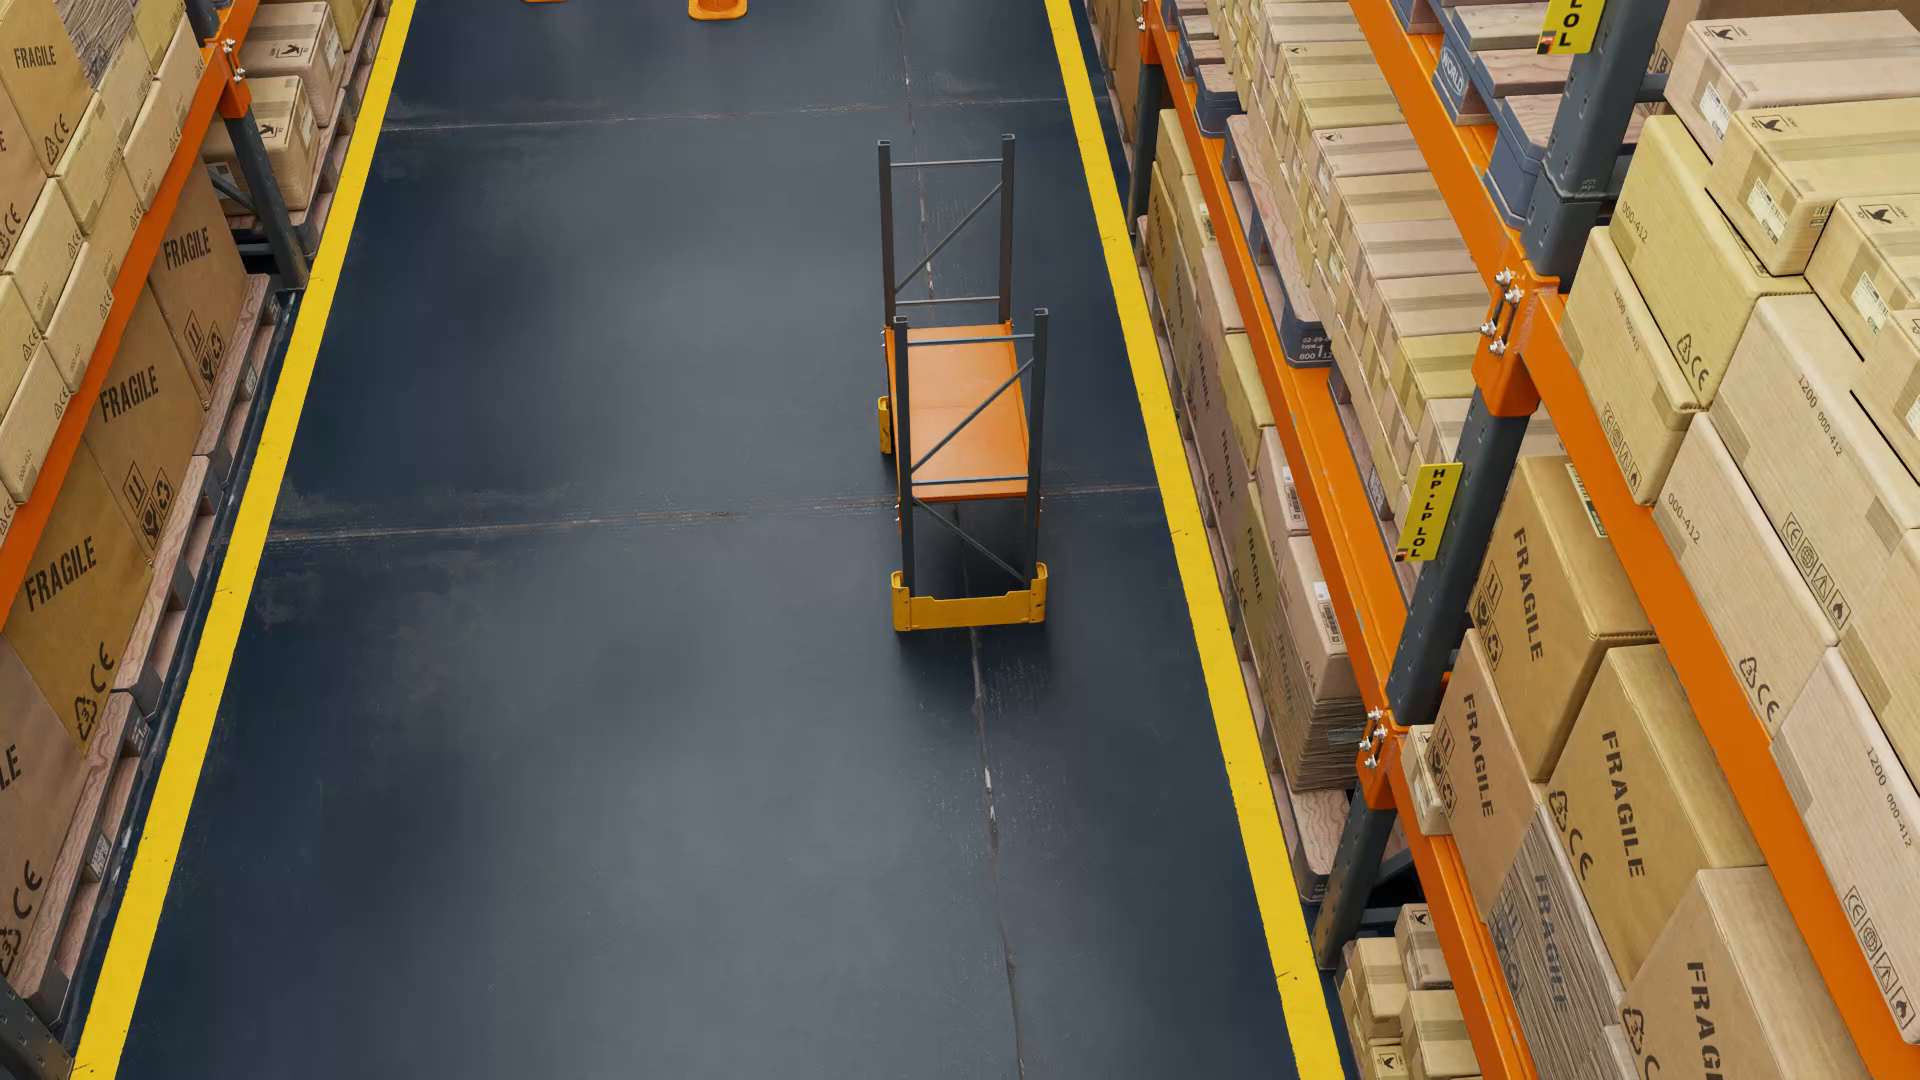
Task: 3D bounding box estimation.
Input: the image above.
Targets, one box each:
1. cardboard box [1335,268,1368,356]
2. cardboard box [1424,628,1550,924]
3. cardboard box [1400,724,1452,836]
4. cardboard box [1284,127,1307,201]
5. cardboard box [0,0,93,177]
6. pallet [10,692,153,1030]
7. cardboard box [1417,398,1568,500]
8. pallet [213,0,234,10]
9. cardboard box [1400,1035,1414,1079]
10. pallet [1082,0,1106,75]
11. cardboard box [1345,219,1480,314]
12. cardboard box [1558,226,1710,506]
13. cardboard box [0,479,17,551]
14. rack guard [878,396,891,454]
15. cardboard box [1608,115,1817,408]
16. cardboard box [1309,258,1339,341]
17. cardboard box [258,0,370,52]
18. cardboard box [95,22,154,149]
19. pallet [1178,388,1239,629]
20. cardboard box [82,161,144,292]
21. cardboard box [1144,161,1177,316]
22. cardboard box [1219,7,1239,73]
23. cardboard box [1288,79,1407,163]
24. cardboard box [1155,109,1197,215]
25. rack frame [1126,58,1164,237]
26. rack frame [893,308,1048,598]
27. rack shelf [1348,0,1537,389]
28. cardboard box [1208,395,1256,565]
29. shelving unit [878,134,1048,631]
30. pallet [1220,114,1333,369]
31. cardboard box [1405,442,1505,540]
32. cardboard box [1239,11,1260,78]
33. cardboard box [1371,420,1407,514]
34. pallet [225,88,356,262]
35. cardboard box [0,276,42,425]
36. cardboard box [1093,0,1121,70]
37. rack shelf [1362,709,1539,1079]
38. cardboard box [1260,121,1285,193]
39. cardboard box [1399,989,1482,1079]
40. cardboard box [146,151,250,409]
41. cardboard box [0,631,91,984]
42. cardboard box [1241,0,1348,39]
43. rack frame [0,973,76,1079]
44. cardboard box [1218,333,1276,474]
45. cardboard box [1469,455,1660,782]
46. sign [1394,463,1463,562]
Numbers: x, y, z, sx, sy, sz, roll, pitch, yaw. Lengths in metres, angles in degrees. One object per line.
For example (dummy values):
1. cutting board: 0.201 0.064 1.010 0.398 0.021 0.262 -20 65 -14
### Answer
1. cardboard box: 1.364 -0.704 5.030 0.380 0.149 0.250 -5 47 -5
2. cardboard box: 1.453 0.537 3.902 0.500 0.500 0.500 -4 47 -4
3. cardboard box: 1.360 0.611 4.278 0.380 0.149 0.250 -2 47 -2
4. cardboard box: 1.303 -1.266 5.562 0.380 0.149 0.250 -2 47 -2
5. cardboard box: -3.207 -1.510 5.357 0.500 0.500 0.500 -3 47 -3
6. pallet: -3.402 1.079 5.583 1.003 0.211 1.213 -3 47 -3
7. cardboard box: 1.434 -0.241 4.387 0.380 0.149 0.250 -2 47 -1
8. pallet: -3.763 -2.663 7.339 1.213 0.211 1.003 -3 47 -3
9. cardboard box: 1.484 1.493 4.740 0.380 0.149 0.250 -3 47 -3
10. pallet: 1.237 -3.091 9.532 1.003 0.211 1.213 -3 47 -3
11. cardboard box: 1.369 -0.813 4.928 0.380 0.149 0.250 -4 47 -3
12. cardboard box: 1.438 -0.329 3.033 0.500 0.250 0.500 -1 47 -1
13. cardboard box: -3.081 0.017 4.772 0.500 0.250 0.500 -5 47 -4
14. rack guard: -0.048 -0.501 7.053 0.587 0.250 0.087 -3 47 -3
15. cardboard box: 1.463 -0.489 2.840 0.500 0.250 0.500 -2 47 -2
16. cardboard box: 1.341 -0.784 5.311 0.380 0.149 0.250 -5 47 -5
17. cardboard box: -3.762 -2.953 9.001 0.950 0.372 0.625 -2 47 -2
18. cardboard box: -3.256 -1.635 5.991 0.500 0.250 0.500 -5 47 -4
19. pallet: 1.490 -0.189 6.784 1.003 0.211 1.213 -3 47 -3
20. cardboard box: -3.211 -1.085 5.815 0.500 0.250 0.500 -4 47 -4
21. cardboard box: 1.132 -1.352 7.397 0.500 0.500 0.500 -5 47 -5
22. cardboard box: 1.209 -1.927 6.393 0.380 0.149 0.250 -1 47 -1
23. cardboard box: 1.302 -1.379 5.464 0.380 0.149 0.250 -4 47 -4
24. cardboard box: 1.144 -1.623 7.137 0.500 0.250 0.500 -5 47 -5
25. rack frame: 1.327 -2.594 7.141 1.000 3.000 0.127 -3 47 -3
26. rack frame: 0.035 -0.210 5.916 0.500 1.500 0.032 -3 47 -3
27. rack shelf: 1.495 -1.931 4.943 1.077 0.370 4.000 -3 47 -3
28. cardboard box: 1.268 -0.248 6.351 0.500 0.500 0.500 -4 47 -4
29. shelving unit: -0.006 -0.571 6.258 0.587 1.500 1.083 -3 47 -3
30. pallet: 1.534 -1.099 5.857 1.003 0.211 1.213 -3 47 -3
31. cardboard box: 1.432 -0.136 4.492 0.380 0.149 0.250 -2 47 -2
32. cardboard box: 1.240 -1.821 6.088 0.380 0.149 0.250 -3 47 -3
33. cardboard box: 1.409 -0.222 4.778 0.380 0.149 0.250 -3 47 -3
34. pallet: -3.661 -1.827 8.335 1.003 0.211 1.213 -3 47 -3
35. cardboard box: -3.105 -0.524 4.940 0.500 0.250 0.500 -3 47 -3
36. cardboard box: 1.289 -3.043 8.827 1.050 0.750 0.750 -3 47 -3
37. rack shelf: 1.830 1.994 3.291 1.077 0.370 4.000 -3 47 -3
38. cardboard box: 1.277 -1.357 5.853 0.380 0.149 0.250 -3 47 -3
39. cardboard box: 1.449 1.396 4.627 0.380 0.149 0.250 -1 47 -1
40. cardboard box: -3.622 -1.129 6.928 0.875 0.875 0.875 -4 47 -4
41. cardboard box: -3.394 0.816 5.085 0.875 0.875 0.875 -2 47 -2
42. cardboard box: 1.236 -1.947 6.002 0.380 0.149 0.250 -5 47 -5
43. rack frame: -3.262 0.674 4.046 1.000 3.000 0.127 -3 47 -3
44. cardboard box: 1.260 -0.521 6.093 0.500 0.250 0.500 -5 47 -5
45. cardboard box: 1.457 0.161 3.570 0.500 0.500 0.500 -2 47 -2
46. sign: 1.109 -0.062 3.945 0.100 0.325 0.005 -3 47 -3
